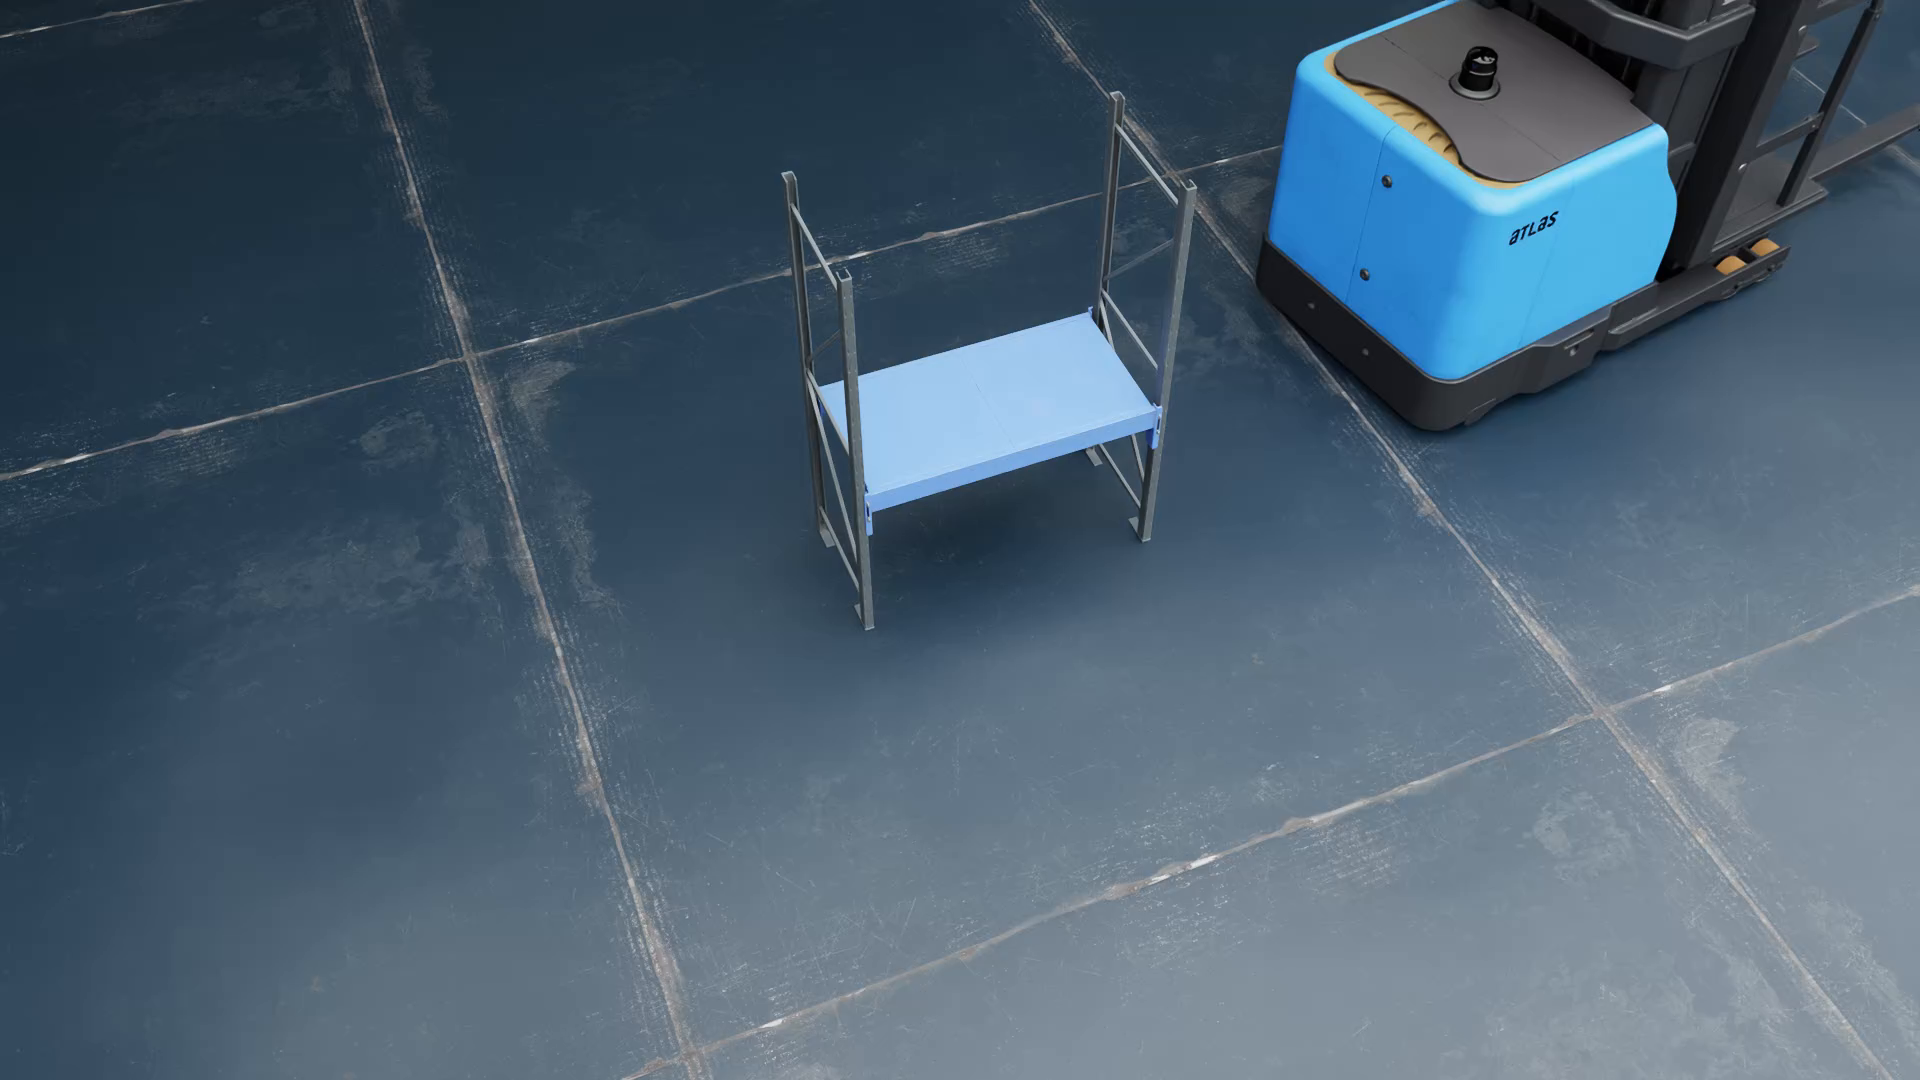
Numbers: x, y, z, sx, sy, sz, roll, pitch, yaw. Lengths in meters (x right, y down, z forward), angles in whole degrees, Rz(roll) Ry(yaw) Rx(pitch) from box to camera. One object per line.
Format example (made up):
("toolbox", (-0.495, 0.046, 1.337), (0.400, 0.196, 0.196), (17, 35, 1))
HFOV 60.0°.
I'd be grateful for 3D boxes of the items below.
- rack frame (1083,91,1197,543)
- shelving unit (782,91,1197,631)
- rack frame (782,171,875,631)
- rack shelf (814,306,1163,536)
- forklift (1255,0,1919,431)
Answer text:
("rack frame", (0.550, -0.659, 5.327), (0.032, 1.500, 0.500), (-17, 52, -14))
("shelving unit", (0.079, -0.513, 5.202), (1.048, 1.500, 0.538), (-17, 52, -14))
("rack frame", (-0.392, -0.367, 5.077), (0.032, 1.500, 0.500), (-17, 52, -14))
("rack shelf", (0.079, -0.396, 5.338), (1.000, 0.185, 0.538), (-17, 52, -14))
("forklift", (2.677, -2.222, 5.726), (3.031, 2.935, 1.130), (-26, 54, -20))
